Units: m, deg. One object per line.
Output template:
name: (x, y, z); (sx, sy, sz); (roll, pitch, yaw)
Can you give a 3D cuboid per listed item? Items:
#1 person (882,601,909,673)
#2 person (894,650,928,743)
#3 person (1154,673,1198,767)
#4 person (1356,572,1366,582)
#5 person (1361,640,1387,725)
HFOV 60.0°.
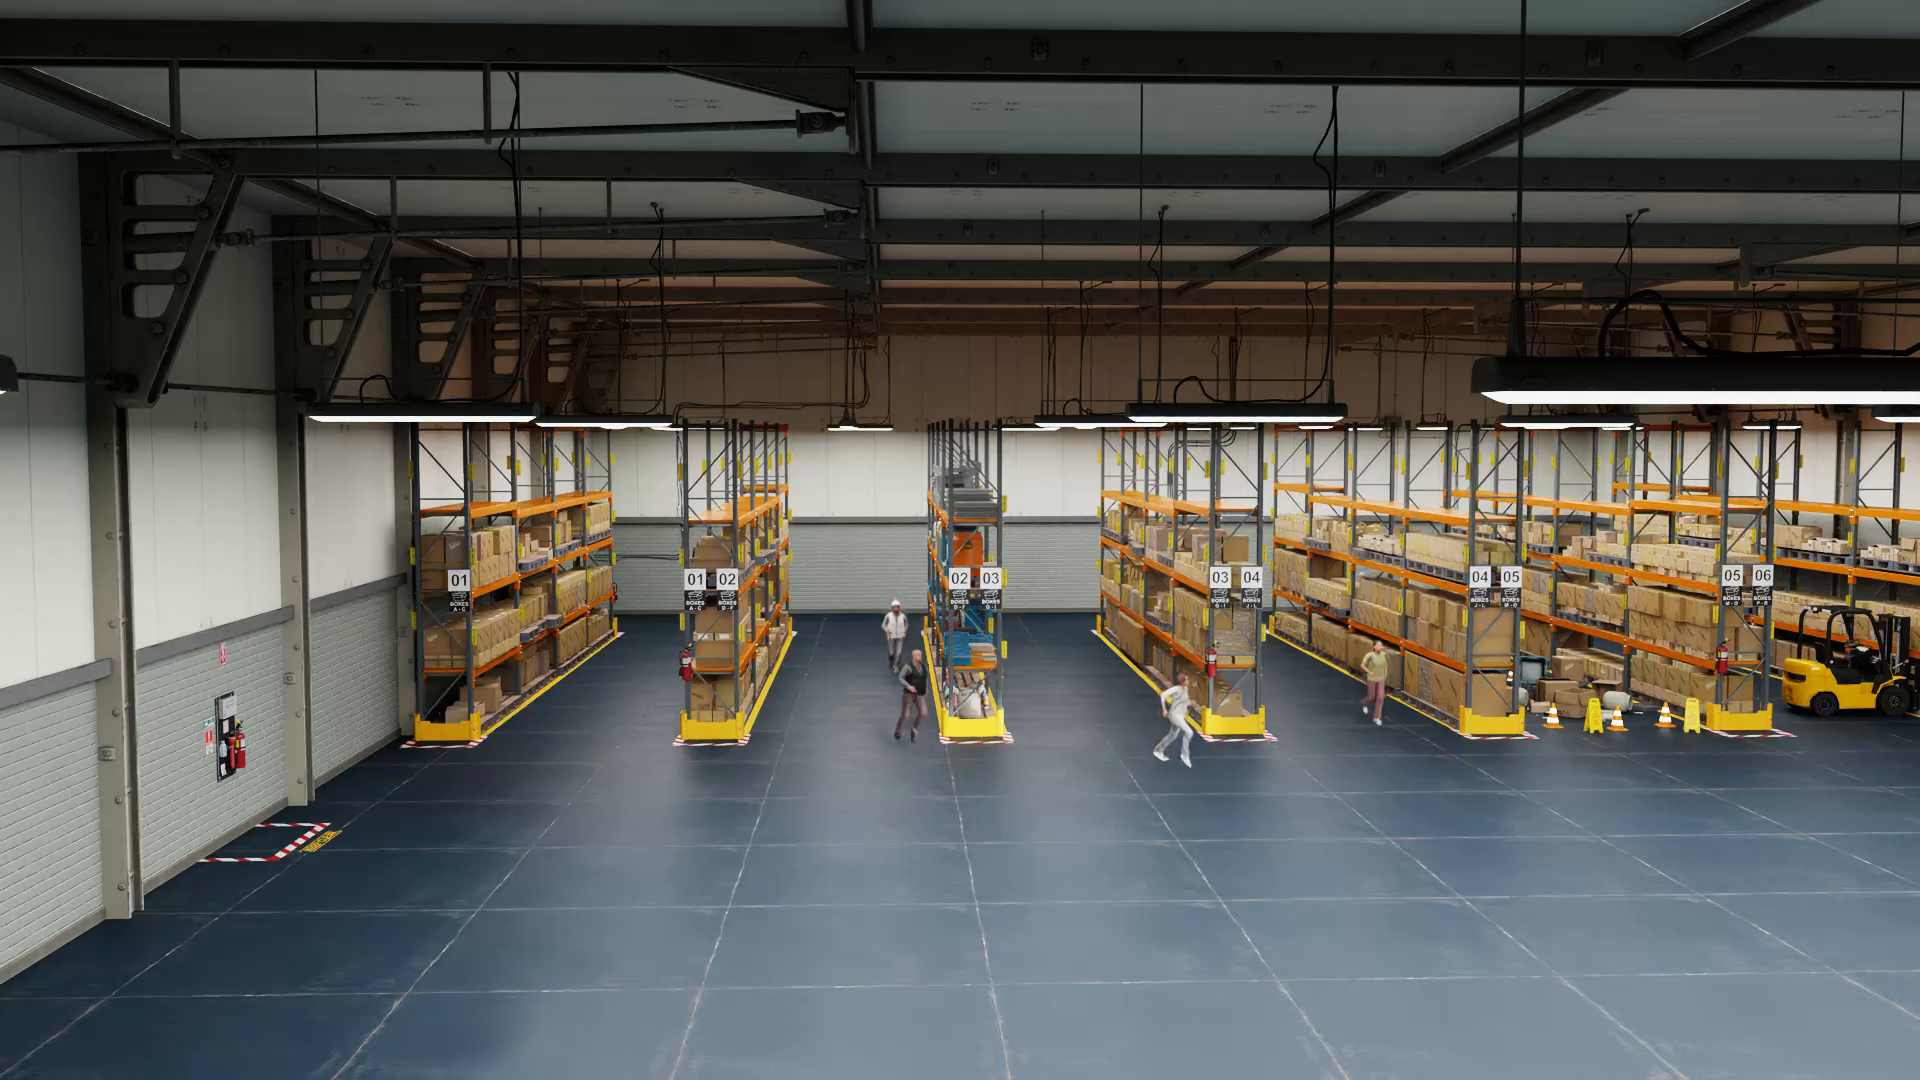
person: (-1.531, 2.312, 39.767); (0.646, 1.727, 0.580); (-1, 4, -9)
person: (-0.829, 2.906, 30.974); (0.713, 1.722, 0.674); (-2, 4, -29)
person: (3.717, 3.092, 28.673); (0.790, 1.615, 0.555); (2, 4, 30)
person: (11.919, 1.773, 49.183); (0.769, 1.655, 0.607); (-1, 4, -13)
person: (8.243, 2.789, 33.034); (0.602, 1.660, 0.920); (-1, 4, -11)
